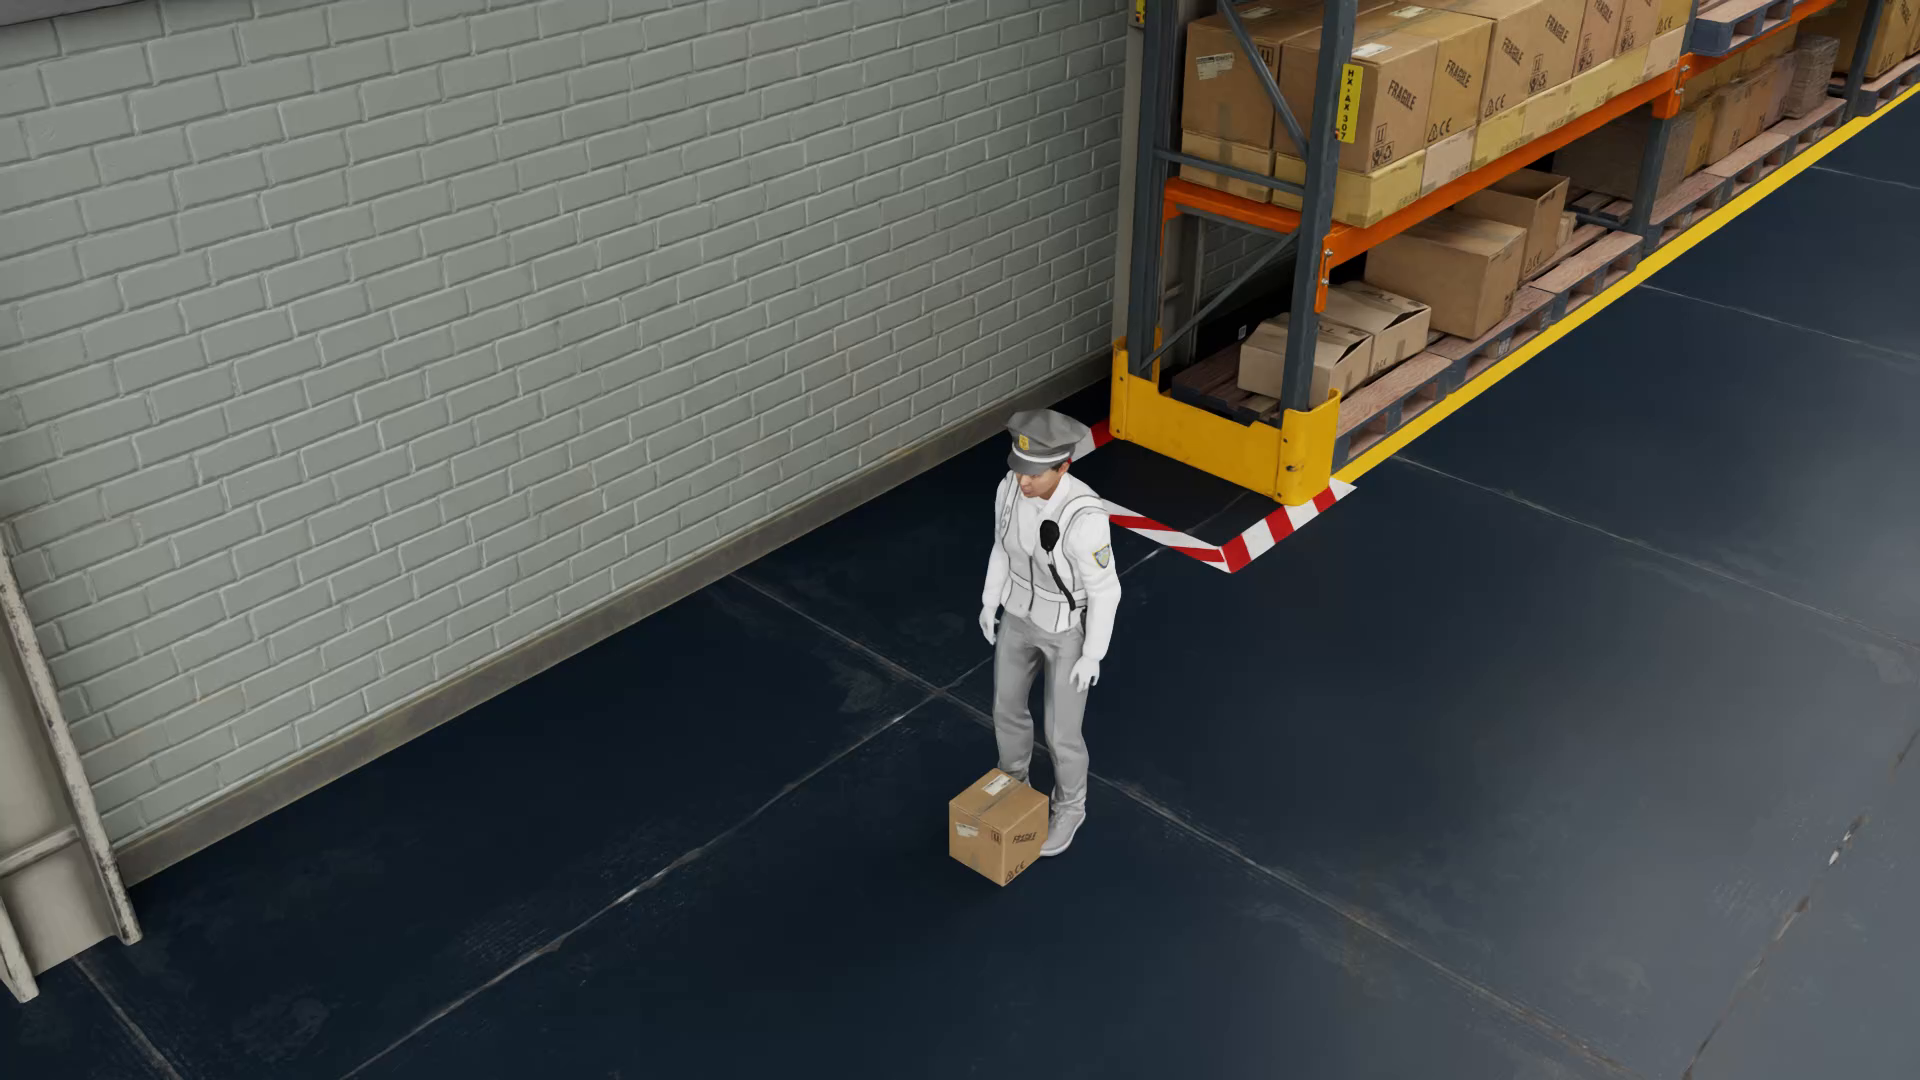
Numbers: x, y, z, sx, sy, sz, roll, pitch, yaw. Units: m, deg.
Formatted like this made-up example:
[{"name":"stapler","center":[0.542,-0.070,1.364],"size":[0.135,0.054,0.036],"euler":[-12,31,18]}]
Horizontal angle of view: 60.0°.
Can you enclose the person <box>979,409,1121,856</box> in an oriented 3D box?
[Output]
[{"name":"person","center":[0.287,0.306,5.631],"size":[0.528,1.663,0.374],"euler":[26,40,35]}]
